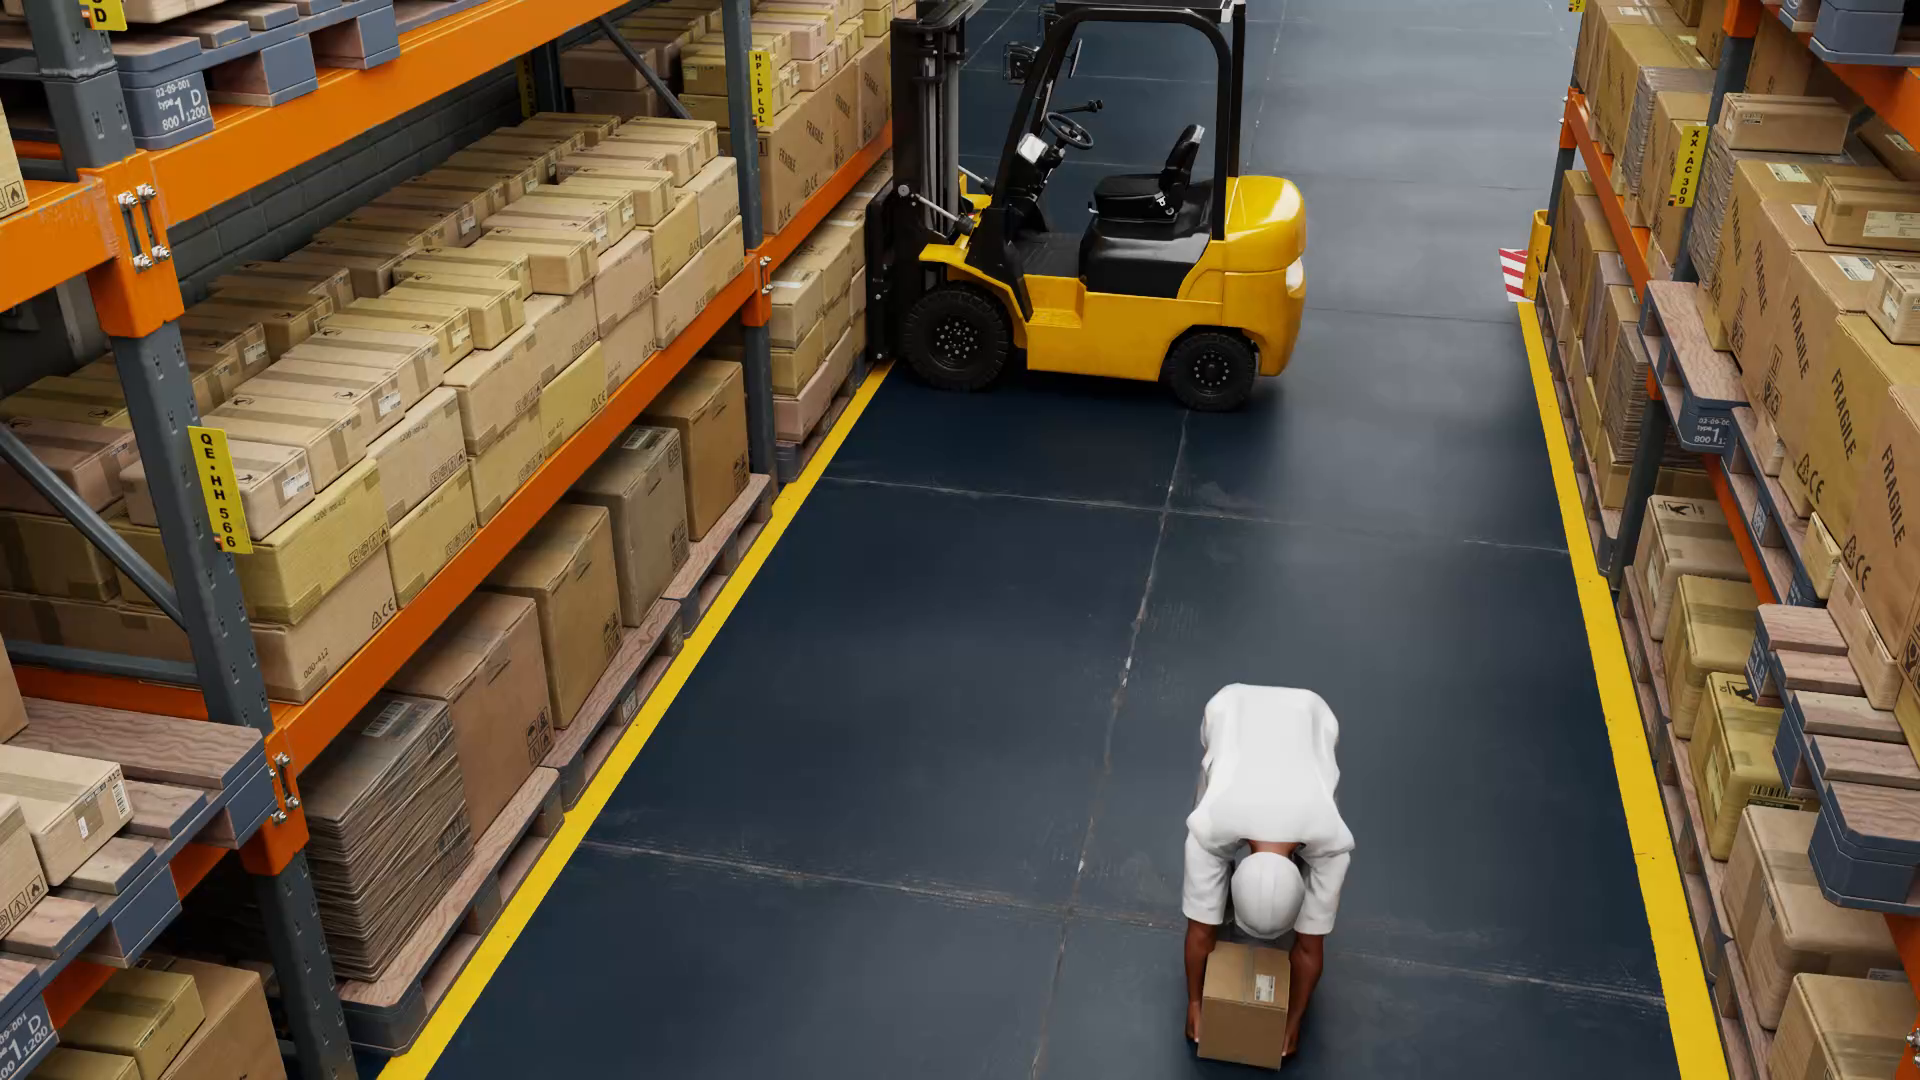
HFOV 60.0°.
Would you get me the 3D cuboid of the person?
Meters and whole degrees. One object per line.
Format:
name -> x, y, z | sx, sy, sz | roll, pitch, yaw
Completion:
person -> 0.946, 0.999, 5.165 | 0.501, 0.915, 0.976 | 5, 29, 8
